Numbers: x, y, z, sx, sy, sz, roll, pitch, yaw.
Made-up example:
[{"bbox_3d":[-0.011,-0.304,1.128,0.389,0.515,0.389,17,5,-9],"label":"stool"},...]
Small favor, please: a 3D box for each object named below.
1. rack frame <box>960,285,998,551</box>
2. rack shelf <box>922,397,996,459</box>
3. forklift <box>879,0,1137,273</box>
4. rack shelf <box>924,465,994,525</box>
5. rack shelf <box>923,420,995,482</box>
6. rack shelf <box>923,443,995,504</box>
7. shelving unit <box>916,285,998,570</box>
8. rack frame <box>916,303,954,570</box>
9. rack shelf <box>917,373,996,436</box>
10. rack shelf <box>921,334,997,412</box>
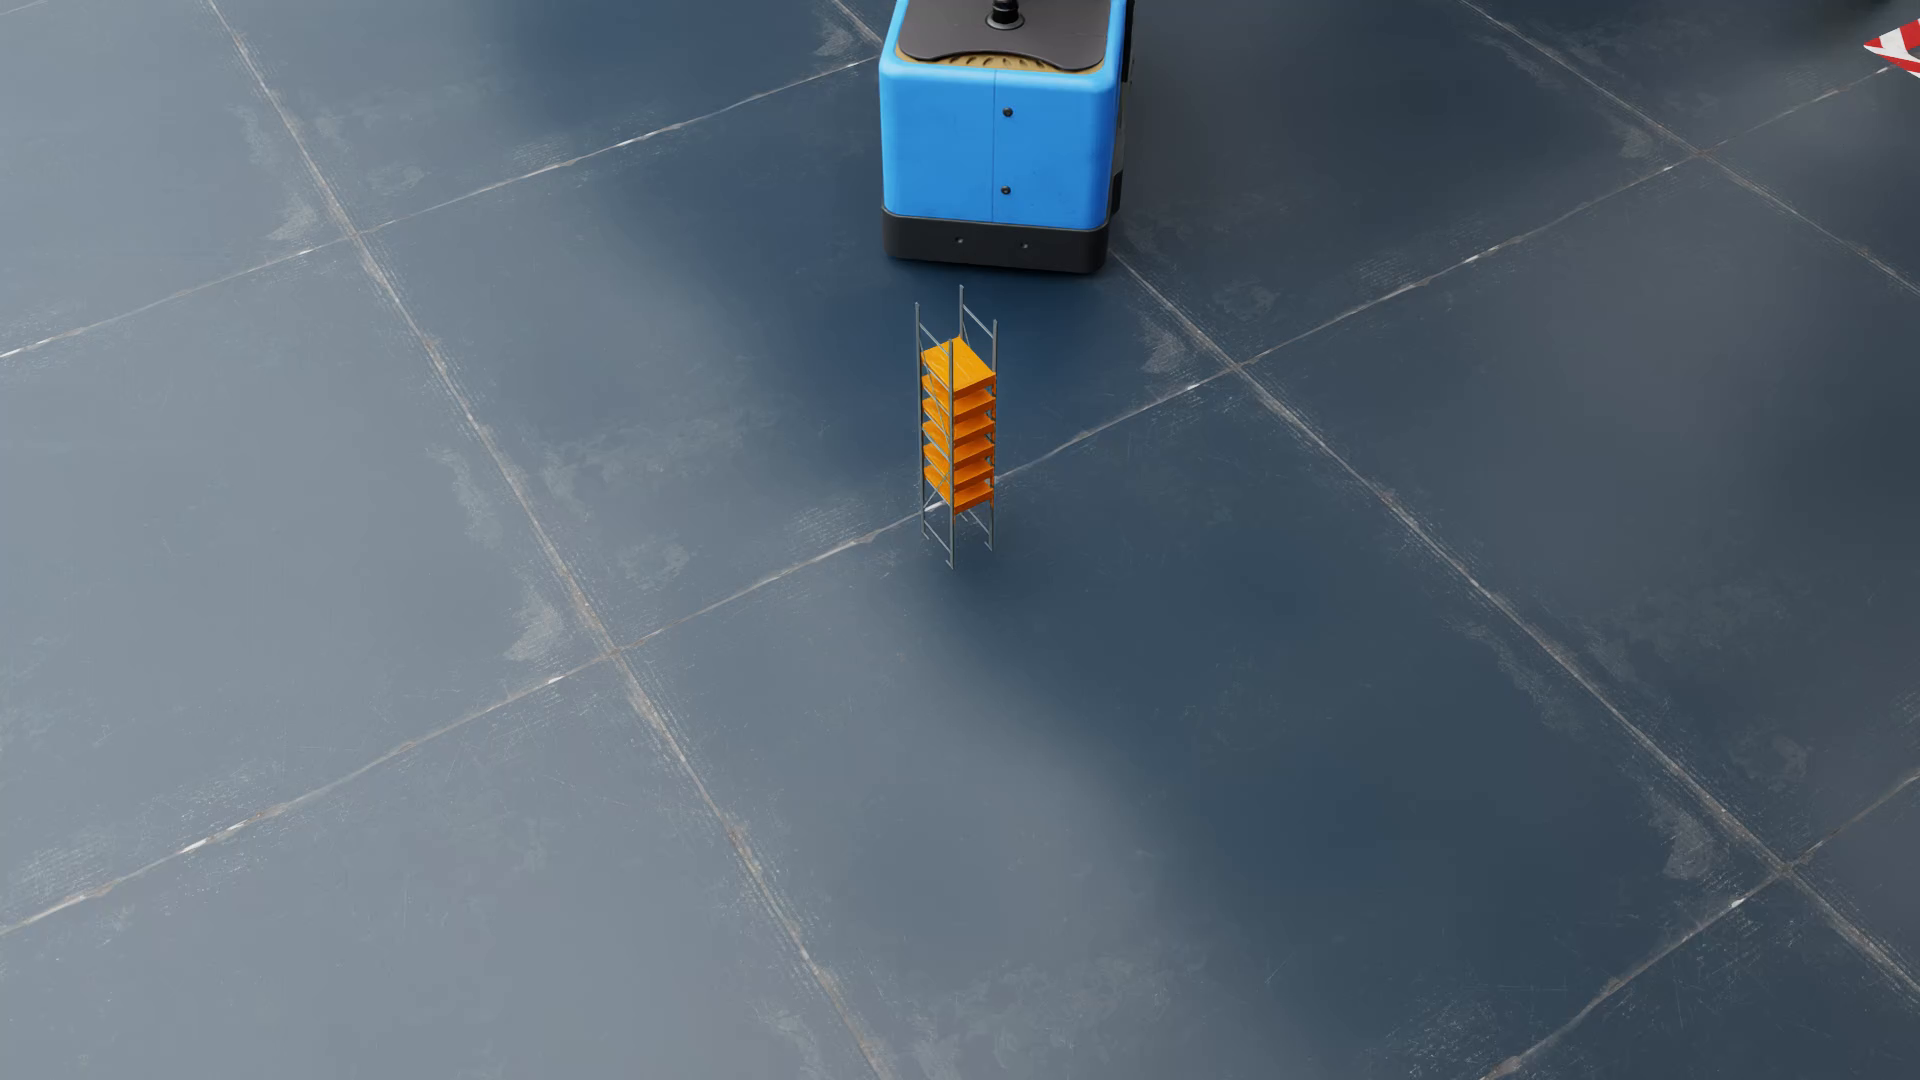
[{"bbox_3d":[0.065,-0.430,6.275,0.006,1.200,0.240,-25,53,-21],"label":"rack frame"},{"bbox_3d":[-0.012,-0.444,6.186,0.180,0.103,0.258,-25,53,-21],"label":"rack shelf"},{"bbox_3d":[0.337,-3.324,7.693,1.130,2.935,3.031,5,49,5],"label":"forklift"},{"bbox_3d":[-0.012,-0.204,6.455,0.180,0.103,0.258,-25,53,-21],"label":"rack shelf"},{"bbox_3d":[-0.012,-0.364,6.275,0.180,0.103,0.258,-25,53,-21],"label":"rack shelf"},{"bbox_3d":[-0.012,-0.284,6.365,0.180,0.103,0.258,-25,53,-21],"label":"rack shelf"},{"bbox_3d":[-0.012,-0.393,6.242,0.189,1.200,0.258,-25,53,-21],"label":"shelving unit"},{"bbox_3d":[-0.090,-0.357,6.210,0.006,1.200,0.240,-25,53,-21],"label":"rack frame"},{"bbox_3d":[-0.012,-0.523,6.096,0.180,0.103,0.258,-25,53,-21],"label":"rack shelf"},{"bbox_3d":[-0.012,-0.603,6.006,0.180,0.103,0.258,-25,53,-21],"label":"rack shelf"}]
